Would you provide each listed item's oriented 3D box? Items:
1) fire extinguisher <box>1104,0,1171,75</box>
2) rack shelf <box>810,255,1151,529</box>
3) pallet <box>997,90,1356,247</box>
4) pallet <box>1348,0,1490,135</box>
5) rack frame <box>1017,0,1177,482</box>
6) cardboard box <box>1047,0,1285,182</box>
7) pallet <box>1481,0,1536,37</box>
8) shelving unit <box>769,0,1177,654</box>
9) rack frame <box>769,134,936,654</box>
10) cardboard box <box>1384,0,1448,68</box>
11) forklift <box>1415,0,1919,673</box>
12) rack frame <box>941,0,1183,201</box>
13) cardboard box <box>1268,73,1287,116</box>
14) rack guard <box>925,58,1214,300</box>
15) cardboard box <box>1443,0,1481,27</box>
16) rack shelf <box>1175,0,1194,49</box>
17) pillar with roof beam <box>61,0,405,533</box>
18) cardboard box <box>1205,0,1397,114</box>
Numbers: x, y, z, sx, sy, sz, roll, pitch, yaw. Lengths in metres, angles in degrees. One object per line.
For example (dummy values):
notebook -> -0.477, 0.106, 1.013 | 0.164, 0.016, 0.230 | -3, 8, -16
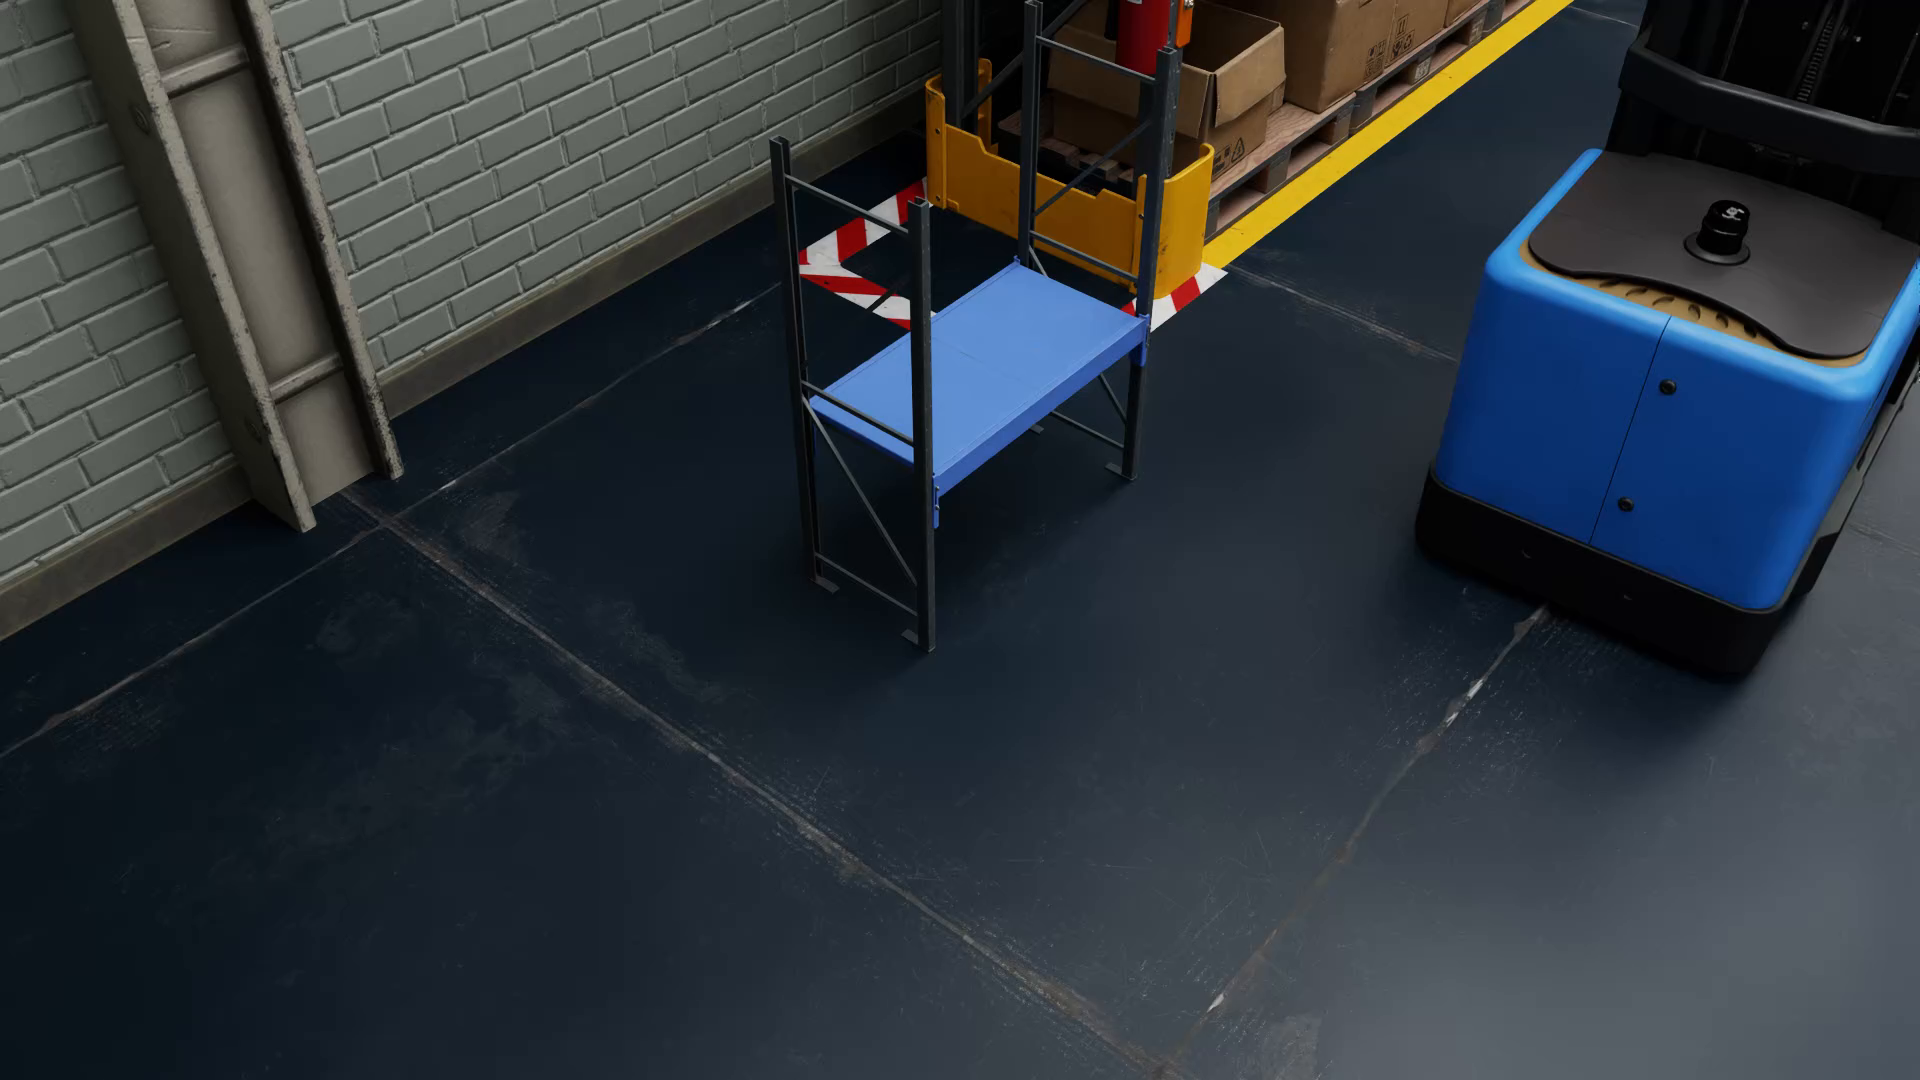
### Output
fire extinguisher -> 0.607, -1.854, 5.394 | 0.296, 0.674, 0.183 | 29, 50, 28
rack shelf -> 0.055, -0.466, 4.915 | 0.538, 0.185, 1.000 | 29, 50, 28
pallet -> 0.910, -1.715, 6.979 | 1.003, 0.211, 1.213 | 29, 50, 28
pallet -> 1.695, -2.340, 7.667 | 1.003, 0.211, 1.213 | 29, 50, 28
rack frame -> 0.382, -0.861, 5.082 | 0.500, 1.500, 0.032 | 29, 50, 28
cardboard box -> 0.815, -1.802, 6.546 | 0.797, 0.503, 0.637 | 28, 49, 27
pallet -> 2.480, -2.971, 8.361 | 1.003, 0.211, 1.213 | 29, 50, 28
shelving unit -> 0.055, -0.599, 4.794 | 0.538, 1.500, 1.048 | 29, 50, 28
rack frame -> -0.272, -0.337, 4.506 | 0.500, 1.500, 0.032 | 29, 50, 28
cardboard box -> 1.811, -2.453, 7.264 | 0.500, 0.500, 0.500 | 30, 50, 29
forklift -> 2.691, -1.655, 4.891 | 1.130, 2.935, 3.031 | 26, 48, 26
rack frame -> 0.348, -2.296, 5.546 | 1.000, 3.000, 0.127 | 29, 50, 28
cardboard box -> 1.118, -1.873, 6.887 | 0.380, 0.149, 0.250 | 28, 49, 27
rack guard -> 0.397, -1.411, 6.430 | 1.175, 0.500, 0.348 | 29, 50, 28
cardboard box -> 2.063, -2.759, 7.600 | 0.700, 0.500, 0.500 | 28, 49, 27
rack shelf -> 1.635, -3.060, 6.920 | 1.077, 0.370, 4.000 | 29, 50, 28
pillar with roof beam -> 1.218, -1.654, 0.380 | 9.100, 9.000, 0.400 | 29, 50, 28
cardboard box -> 1.394, -2.224, 7.012 | 0.700, 0.500, 0.500 | 32, 51, 30
